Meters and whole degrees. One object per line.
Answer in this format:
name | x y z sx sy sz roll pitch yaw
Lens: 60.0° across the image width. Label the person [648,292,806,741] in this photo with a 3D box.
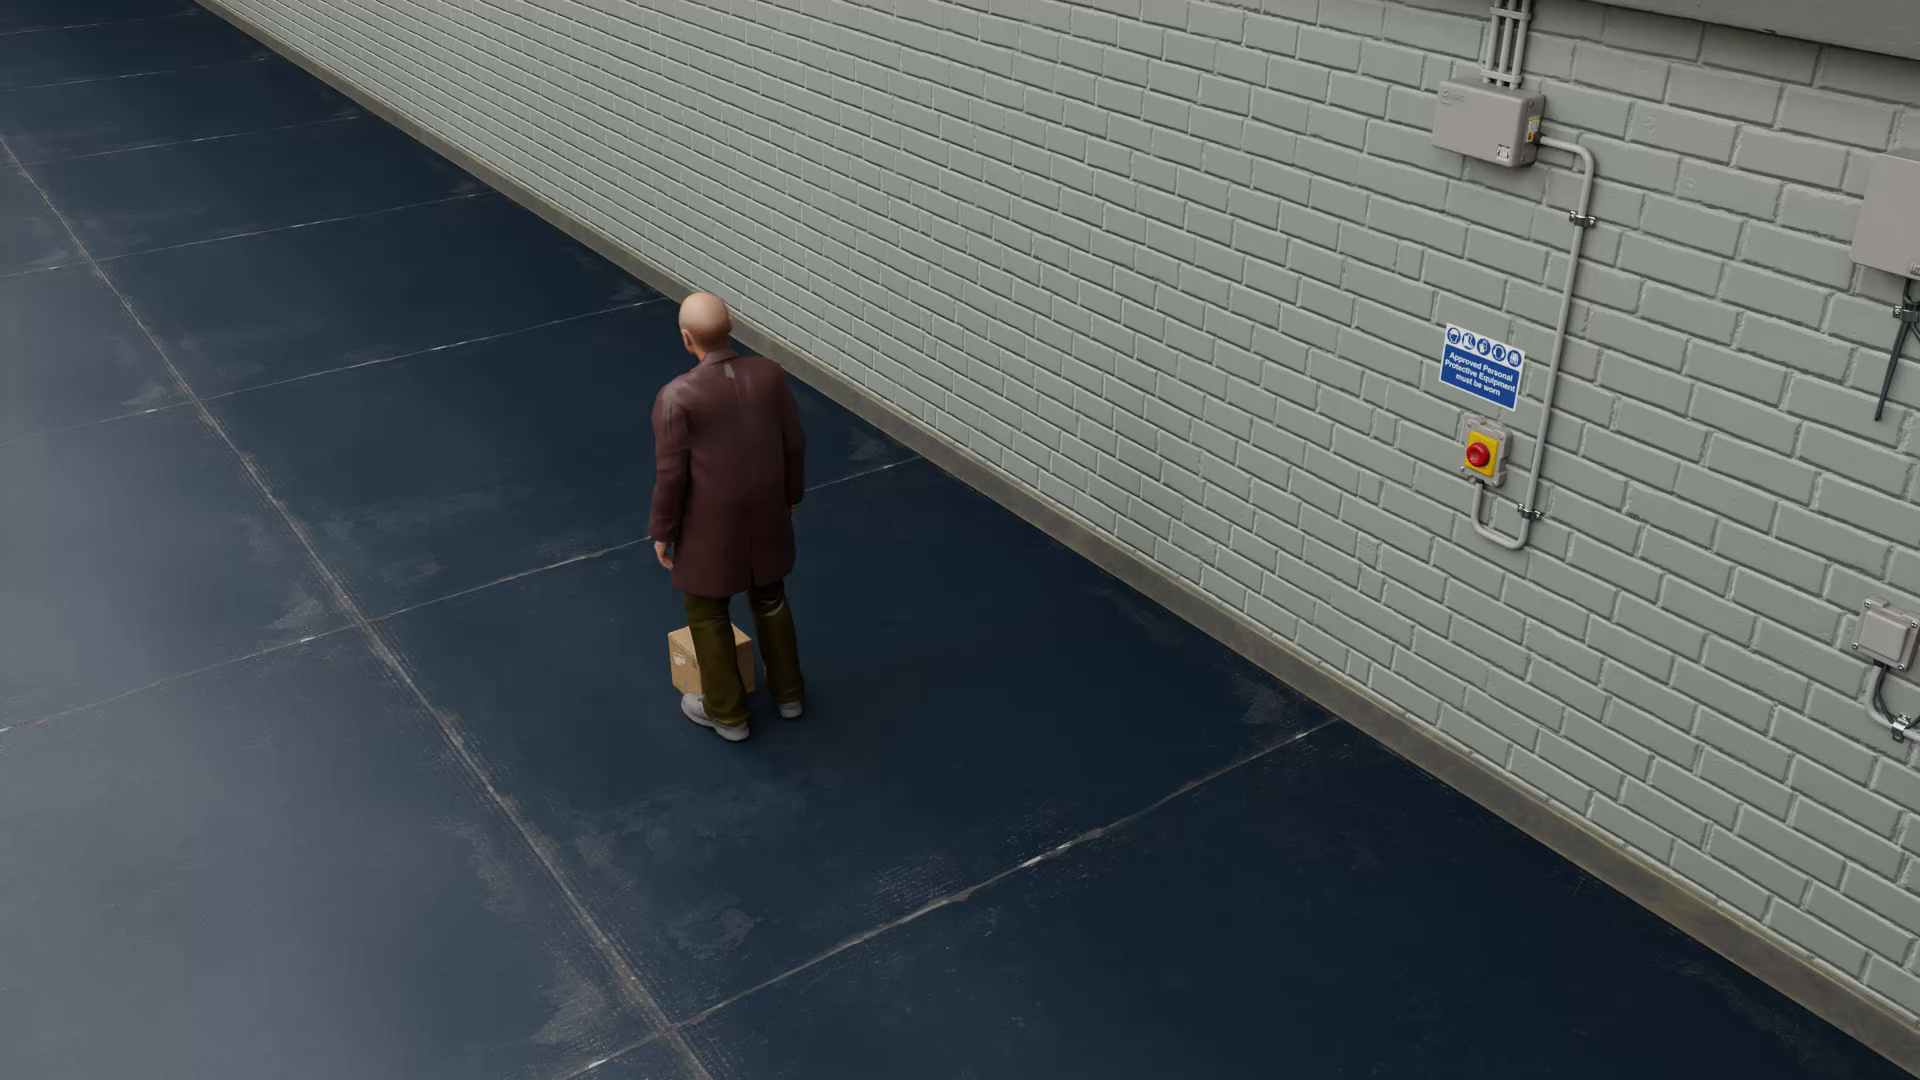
person | -0.870 -0.026 6.311 0.642 1.656 0.422 -19 33 -31
